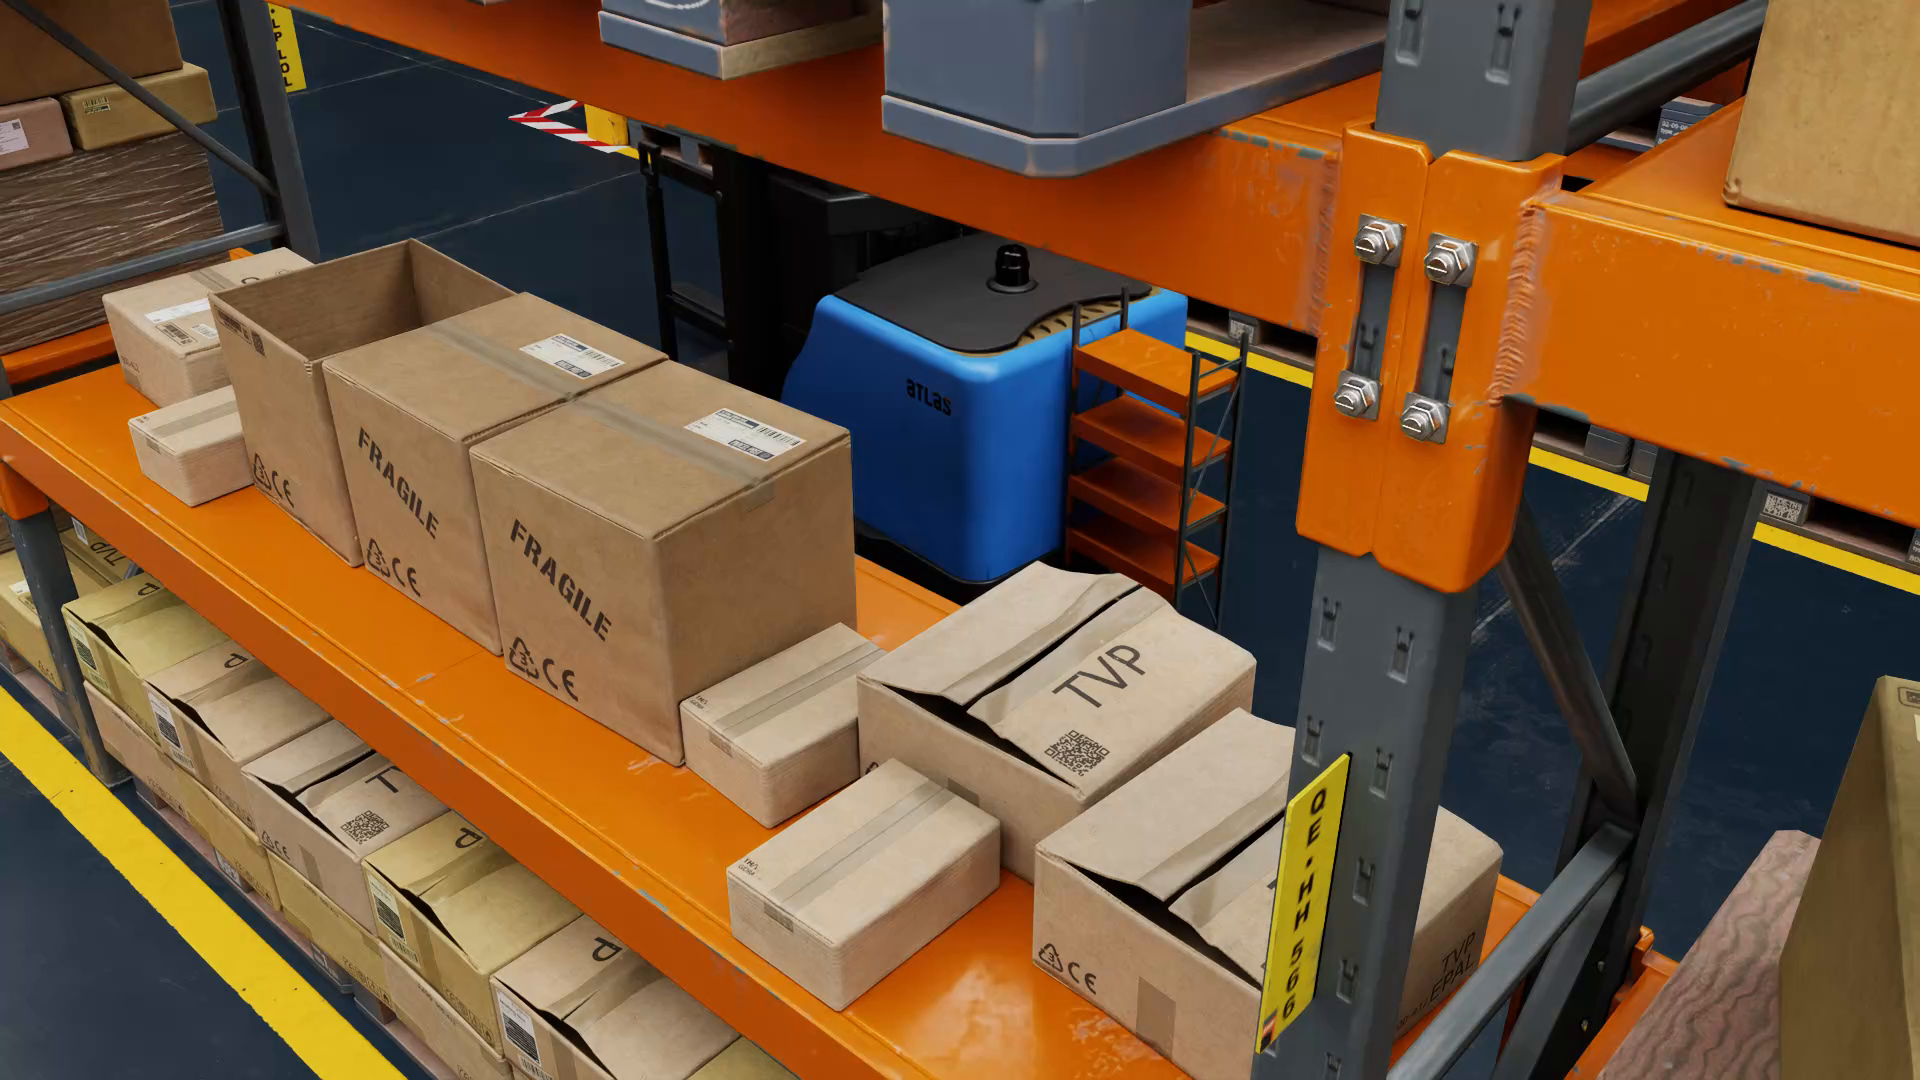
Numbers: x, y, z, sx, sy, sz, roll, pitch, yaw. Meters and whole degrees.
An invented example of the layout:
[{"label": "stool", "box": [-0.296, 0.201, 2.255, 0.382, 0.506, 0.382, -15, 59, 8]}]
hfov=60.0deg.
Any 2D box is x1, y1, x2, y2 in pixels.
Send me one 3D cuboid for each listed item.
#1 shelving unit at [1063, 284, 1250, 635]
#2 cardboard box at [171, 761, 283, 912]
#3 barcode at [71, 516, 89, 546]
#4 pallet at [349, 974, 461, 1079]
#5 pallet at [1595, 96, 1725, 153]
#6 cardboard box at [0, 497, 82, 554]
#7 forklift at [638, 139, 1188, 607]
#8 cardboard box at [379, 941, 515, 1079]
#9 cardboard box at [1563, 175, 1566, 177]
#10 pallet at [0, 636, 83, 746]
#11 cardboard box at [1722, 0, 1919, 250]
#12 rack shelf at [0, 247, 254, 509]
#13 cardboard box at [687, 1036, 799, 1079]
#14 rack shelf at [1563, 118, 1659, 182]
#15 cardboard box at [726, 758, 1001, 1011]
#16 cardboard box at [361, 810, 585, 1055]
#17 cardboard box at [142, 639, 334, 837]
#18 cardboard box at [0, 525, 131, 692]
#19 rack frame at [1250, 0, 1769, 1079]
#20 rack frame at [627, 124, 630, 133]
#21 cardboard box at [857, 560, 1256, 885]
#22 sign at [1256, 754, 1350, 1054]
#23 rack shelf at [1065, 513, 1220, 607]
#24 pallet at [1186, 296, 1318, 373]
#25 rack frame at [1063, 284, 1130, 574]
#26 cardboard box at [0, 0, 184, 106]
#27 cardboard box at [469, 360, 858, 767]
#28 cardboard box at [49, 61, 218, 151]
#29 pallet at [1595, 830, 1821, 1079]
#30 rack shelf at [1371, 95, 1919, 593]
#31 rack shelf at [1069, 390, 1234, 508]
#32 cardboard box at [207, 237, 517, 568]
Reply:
[{"label": "shelving unit", "box": [0.606, -0.160, 5.352, 0.258, 1.200, 0.503, -25, 39, -35]}, {"label": "cardboard box", "box": [-1.752, 0.668, 4.491, 0.500, 0.250, 0.500, 26, 40, 36]}, {"label": "barcode", "box": [-2.353, -0.023, 4.447, 0.075, 0.075, 0.001, 25, 39, 35]}, {"label": "pallet", "box": [-0.782, 1.115, 4.193, 1.213, 0.211, 1.003, 25, 39, 35]}, {"label": "pallet", "box": [2.529, -1.840, 6.585, 1.213, 0.211, 1.003, 25, 39, 35]}, {"label": "cardboard box", "box": [-3.116, -0.320, 5.404, 0.500, 0.500, 0.500, 25, 39, 35]}, {"label": "forklift", "box": [-0.572, -1.586, 6.042, 1.130, 2.935, 3.031, -25, 39, -35]}, {"label": "cardboard box", "box": [-0.990, 1.022, 3.902, 0.500, 0.250, 0.500, 26, 40, 36]}, {"label": "cardboard box", "box": [2.332, -1.498, 7.101, 0.500, 0.250, 0.500, 24, 38, 34]}, {"label": "pallet", "box": [-2.825, 0.161, 5.777, 1.213, 0.211, 1.003, 25, 39, 35]}, {"label": "cardboard box", "box": [1.049, -0.548, 1.246, 0.500, 0.500, 0.910, 25, 39, 35]}, {"label": "rack shelf", "box": [-3.746, -1.126, 5.910, 4.000, 0.370, 1.077, 25, 39, 35]}, {"label": "cardboard box", "box": [-0.241, 1.136, 3.170, 0.500, 0.311, 0.500, 24, 39, 34]}, {"label": "rack shelf", "box": [2.541, -1.637, 6.759, 4.000, 0.370, 1.077, 25, 39, 35]}, {"label": "cardboard box", "box": [-0.150, 0.544, 2.681, 0.250, 0.149, 0.380, 25, 39, 35]}, {"label": "cardboard box", "box": [-0.983, 0.786, 3.752, 0.500, 0.311, 0.500, 26, 40, 36]}, {"label": "cardboard box", "box": [-1.756, 0.429, 4.344, 0.500, 0.311, 0.500, 25, 39, 35]}, {"label": "cardboard box", "box": [-2.754, 0.179, 5.303, 0.500, 0.250, 0.500, 25, 39, 35]}, {"label": "rack frame", "box": [0.705, 0.641, 2.277, 0.053, 2.616, 0.949, 25, 39, 35]}, {"label": "rack frame", "box": [-1.907, -4.022, 10.023, 0.127, 3.000, 1.000, 25, 39, 35]}, {"label": "cardboard box", "box": [0.169, 0.297, 2.935, 0.500, 0.311, 0.500, 25, 39, 35]}, {"label": "sign", "box": [0.333, 0.360, 1.622, 0.005, 0.325, 0.100, 25, 39, 35]}, {"label": "rack shelf", "box": [0.606, 0.068, 5.489, 0.258, 0.148, 0.480, -25, 39, -35]}, {"label": "pallet", "box": [1.636, -1.174, 7.996, 1.213, 0.211, 1.003, 25, 39, 35]}, {"label": "rack frame", "box": [0.443, -0.254, 5.508, 0.240, 1.200, 0.015, -25, 39, -35]}, {"label": "cardboard box", "box": [-2.596, -1.492, 4.465, 0.500, 0.500, 0.700, 25, 39, 35]}, {"label": "cardboard box", "box": [-0.552, 0.025, 3.203, 0.500, 0.500, 0.500, 23, 38, 33]}, {"label": "cardboard box", "box": [-2.332, -1.230, 4.659, 0.250, 0.149, 0.380, 25, 39, 35]}, {"label": "pallet", "box": [1.252, 0.932, 1.979, 1.003, 0.211, 1.213, 25, 39, 35]}, {"label": "rack shelf", "box": [2.186, 0.358, 0.537, 4.000, 0.370, 1.077, 25, 39, 35]}, {"label": "rack shelf", "box": [0.606, -0.294, 5.271, 0.258, 0.148, 0.480, -25, 39, -35]}, {"label": "cardboard box", "box": [-1.314, -0.331, 3.794, 0.500, 0.500, 0.500, -26, 40, -36]}]
